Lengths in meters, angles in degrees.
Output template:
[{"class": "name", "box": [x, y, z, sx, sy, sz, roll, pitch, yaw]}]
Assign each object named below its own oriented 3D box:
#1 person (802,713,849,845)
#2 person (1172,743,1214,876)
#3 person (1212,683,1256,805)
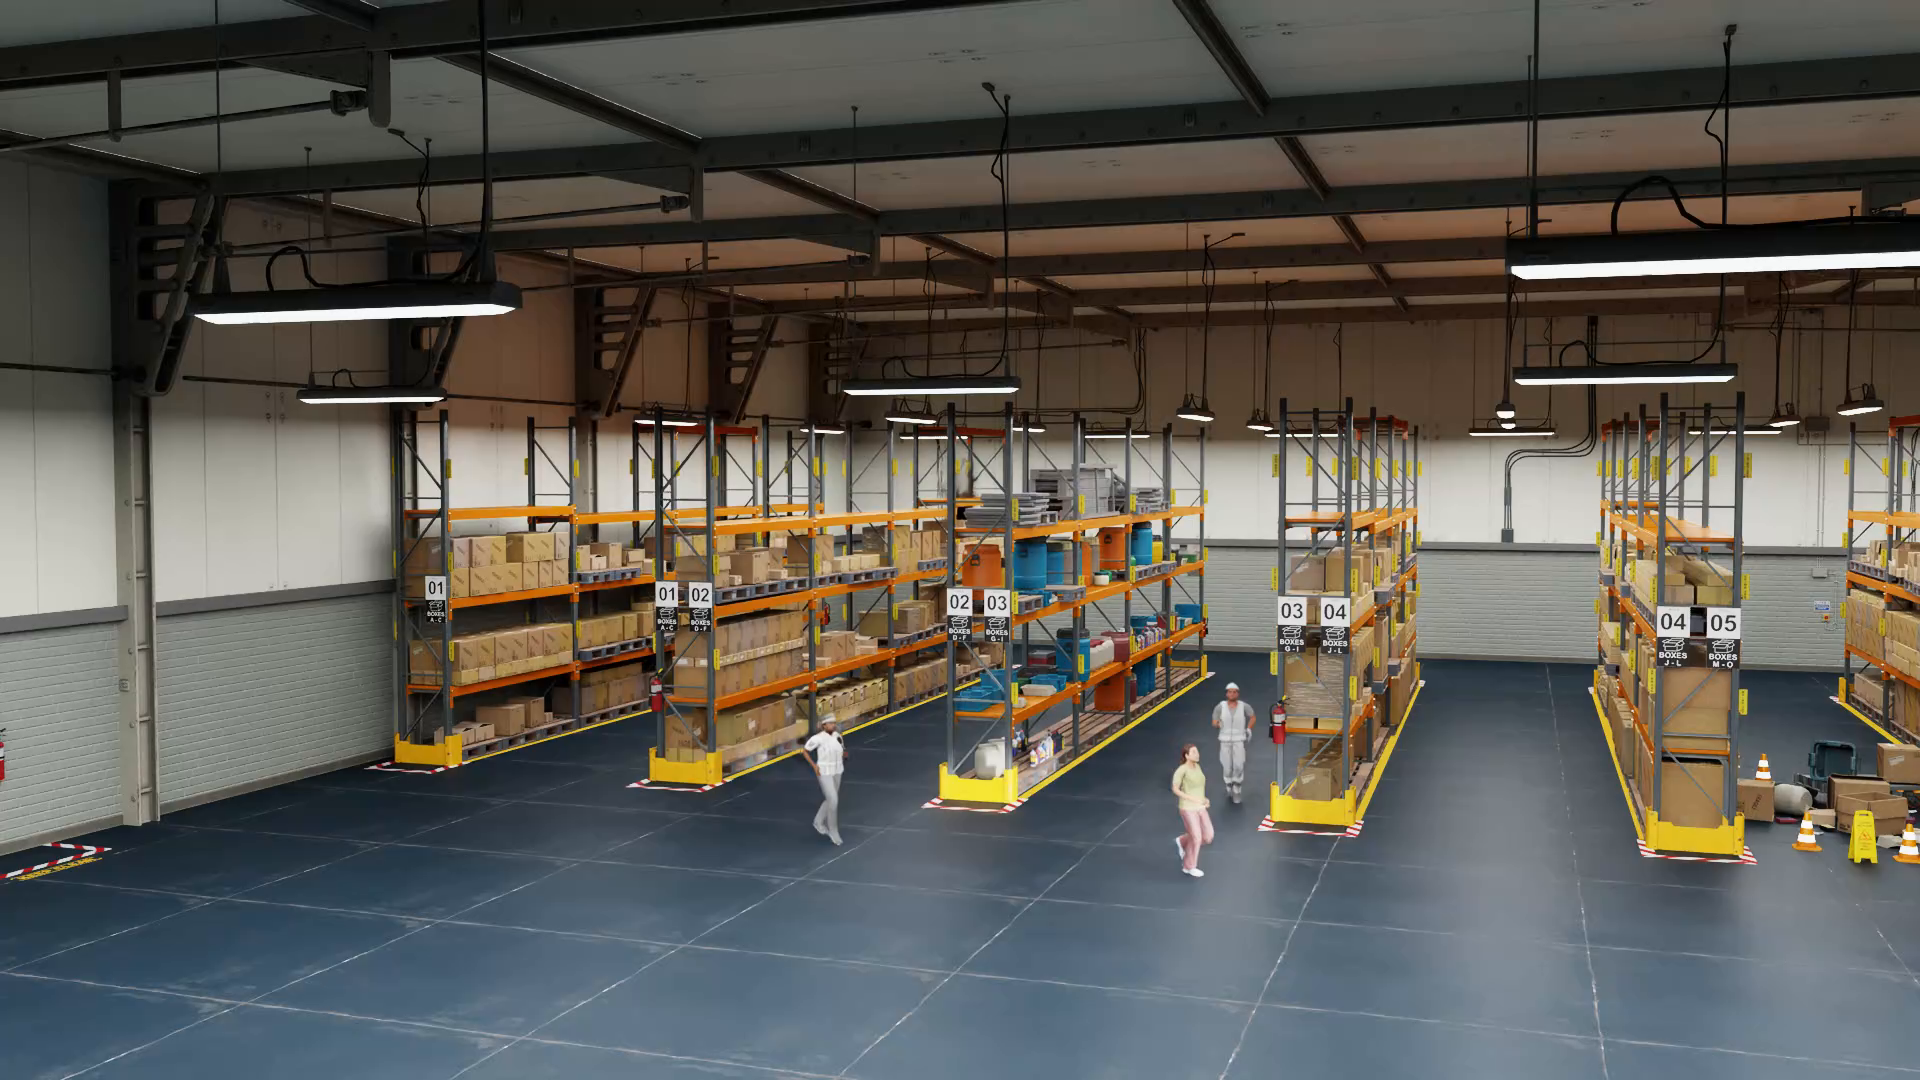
[{"class": "person", "box": [-1.771, 3.192, 22.410, 0.729, 1.752, 0.559, 2, 3, 43]}, {"class": "person", "box": [2.849, 3.315, 20.515, 0.581, 1.627, 0.558, -2, 3, -44]}, {"class": "person", "box": [4.076, 3.047, 24.849, 0.632, 1.814, 0.680, 1, 3, 14]}]
